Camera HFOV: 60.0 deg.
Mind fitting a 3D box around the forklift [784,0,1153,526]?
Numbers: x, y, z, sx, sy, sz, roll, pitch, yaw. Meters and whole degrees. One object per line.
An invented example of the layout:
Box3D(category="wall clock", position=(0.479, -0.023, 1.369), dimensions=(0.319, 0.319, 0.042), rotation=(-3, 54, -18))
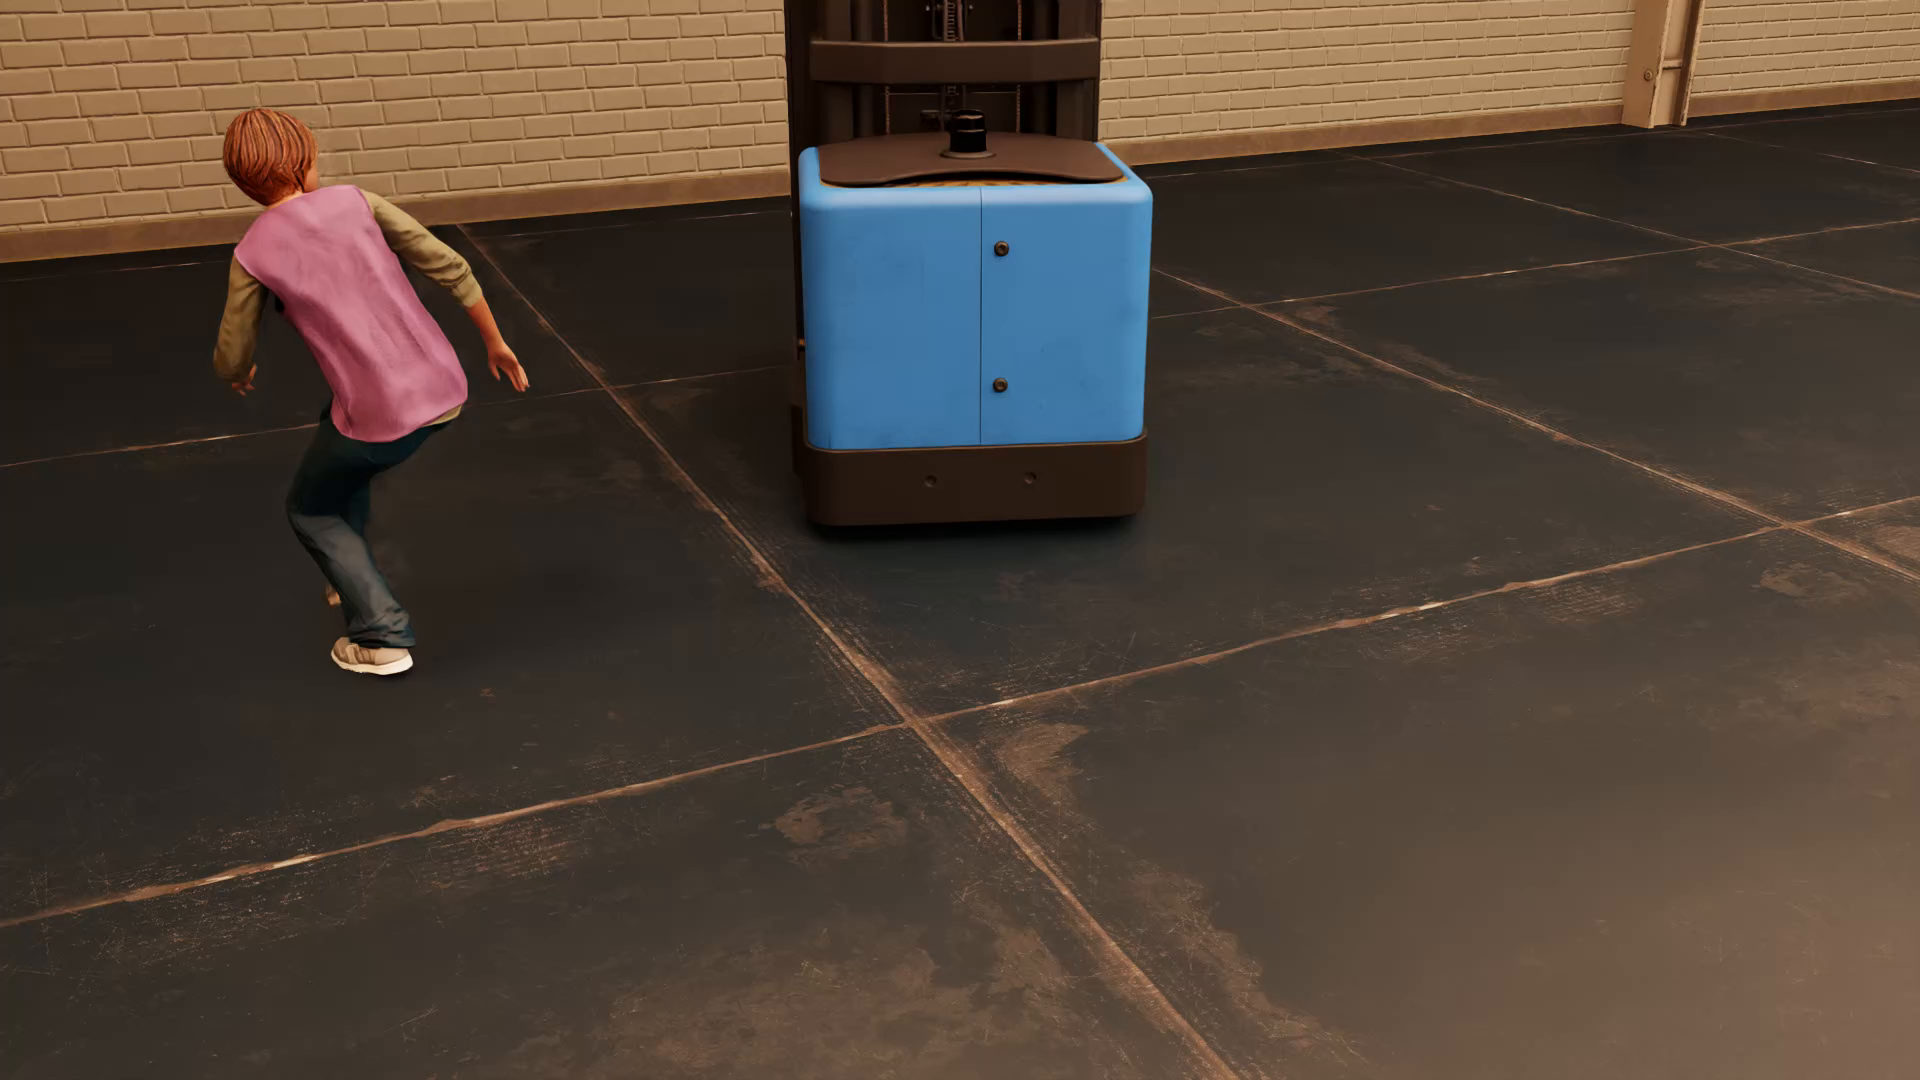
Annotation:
Box3D(category="forklift", position=(-0.082, -1.921, 5.911), dimensions=(1.130, 2.935, 3.031), rotation=(-2, 23, -5))

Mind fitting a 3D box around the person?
Box3D(category="person", position=(-1.556, -0.395, 4.264), dimensions=(0.673, 1.409, 0.639), rotation=(17, 28, 36))
